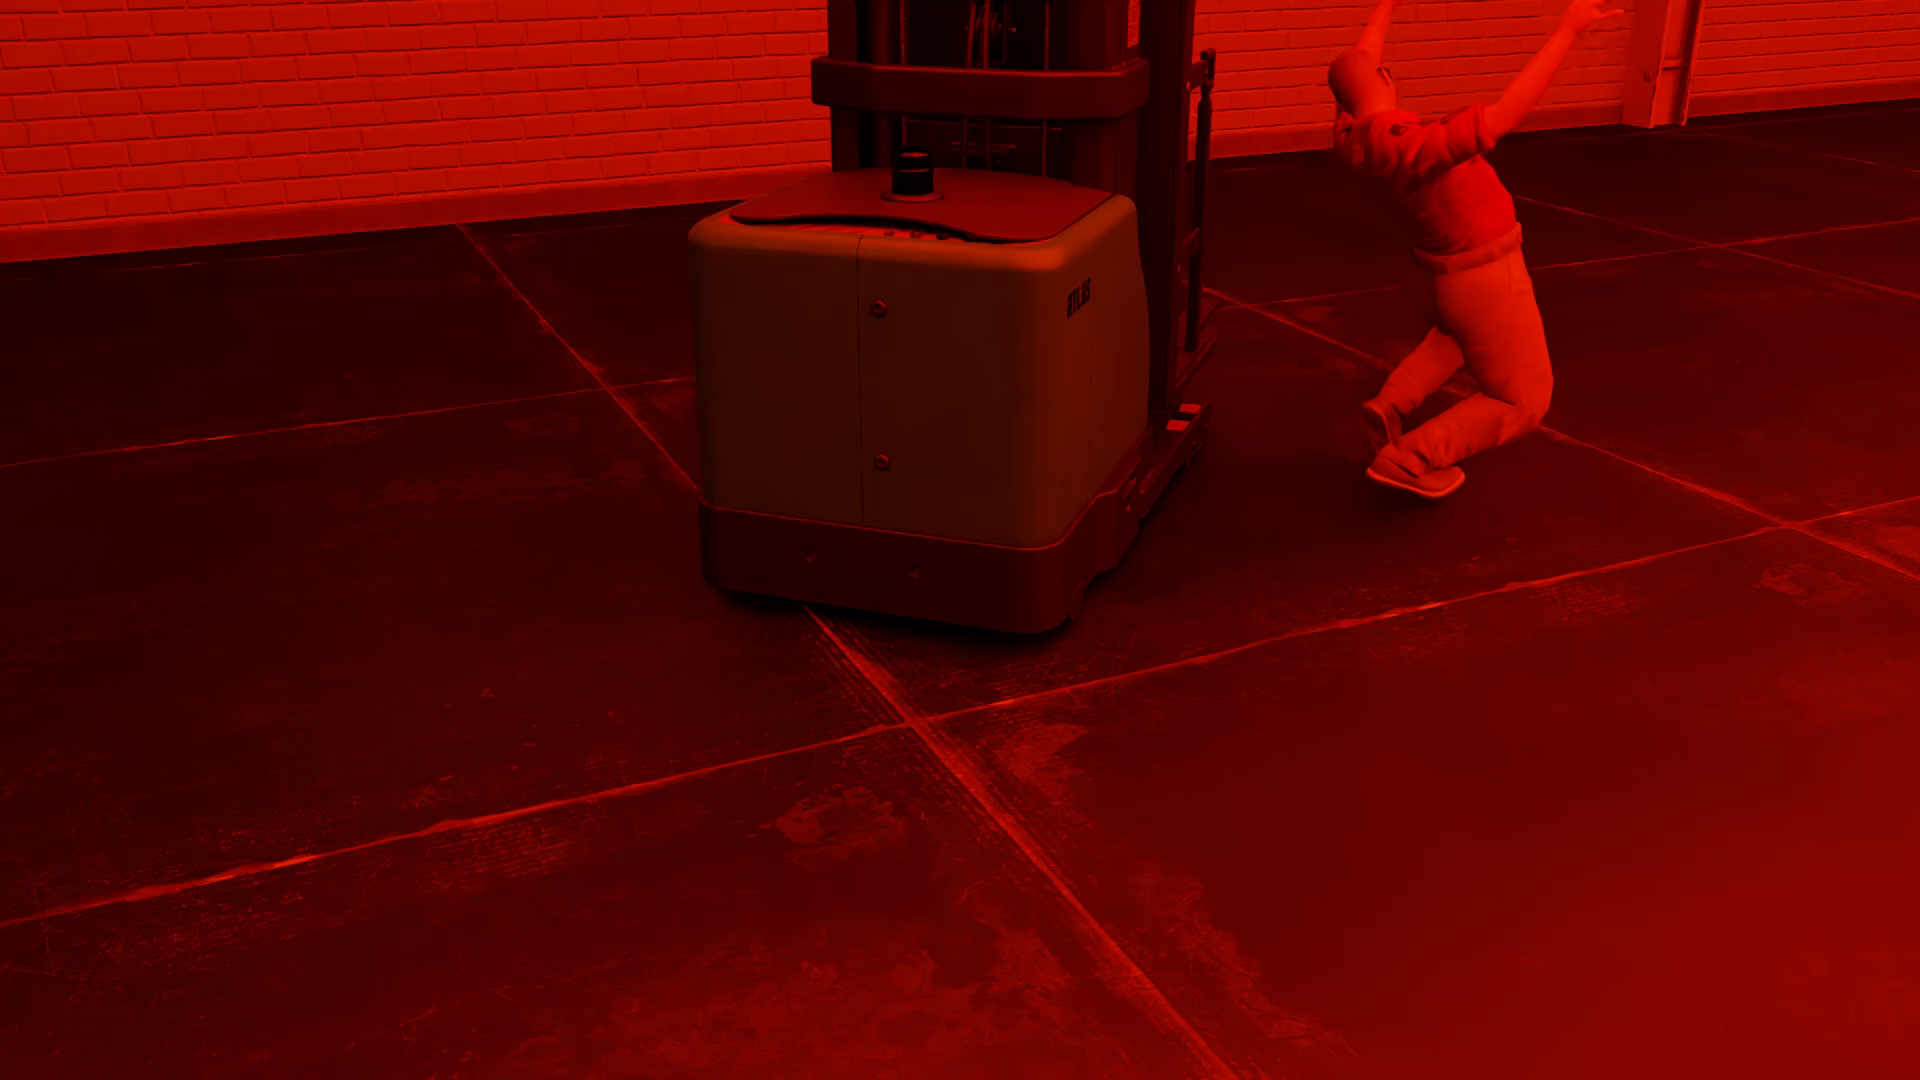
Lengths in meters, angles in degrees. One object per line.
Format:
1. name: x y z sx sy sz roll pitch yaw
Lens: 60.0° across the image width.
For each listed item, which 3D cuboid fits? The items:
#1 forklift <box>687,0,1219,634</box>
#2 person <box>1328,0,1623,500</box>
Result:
1. forklift: 0.248 -1.645 5.246 1.130 2.935 3.031 8 24 18
2. person: 1.487 -0.935 5.285 0.752 1.645 0.961 -4 23 -10
